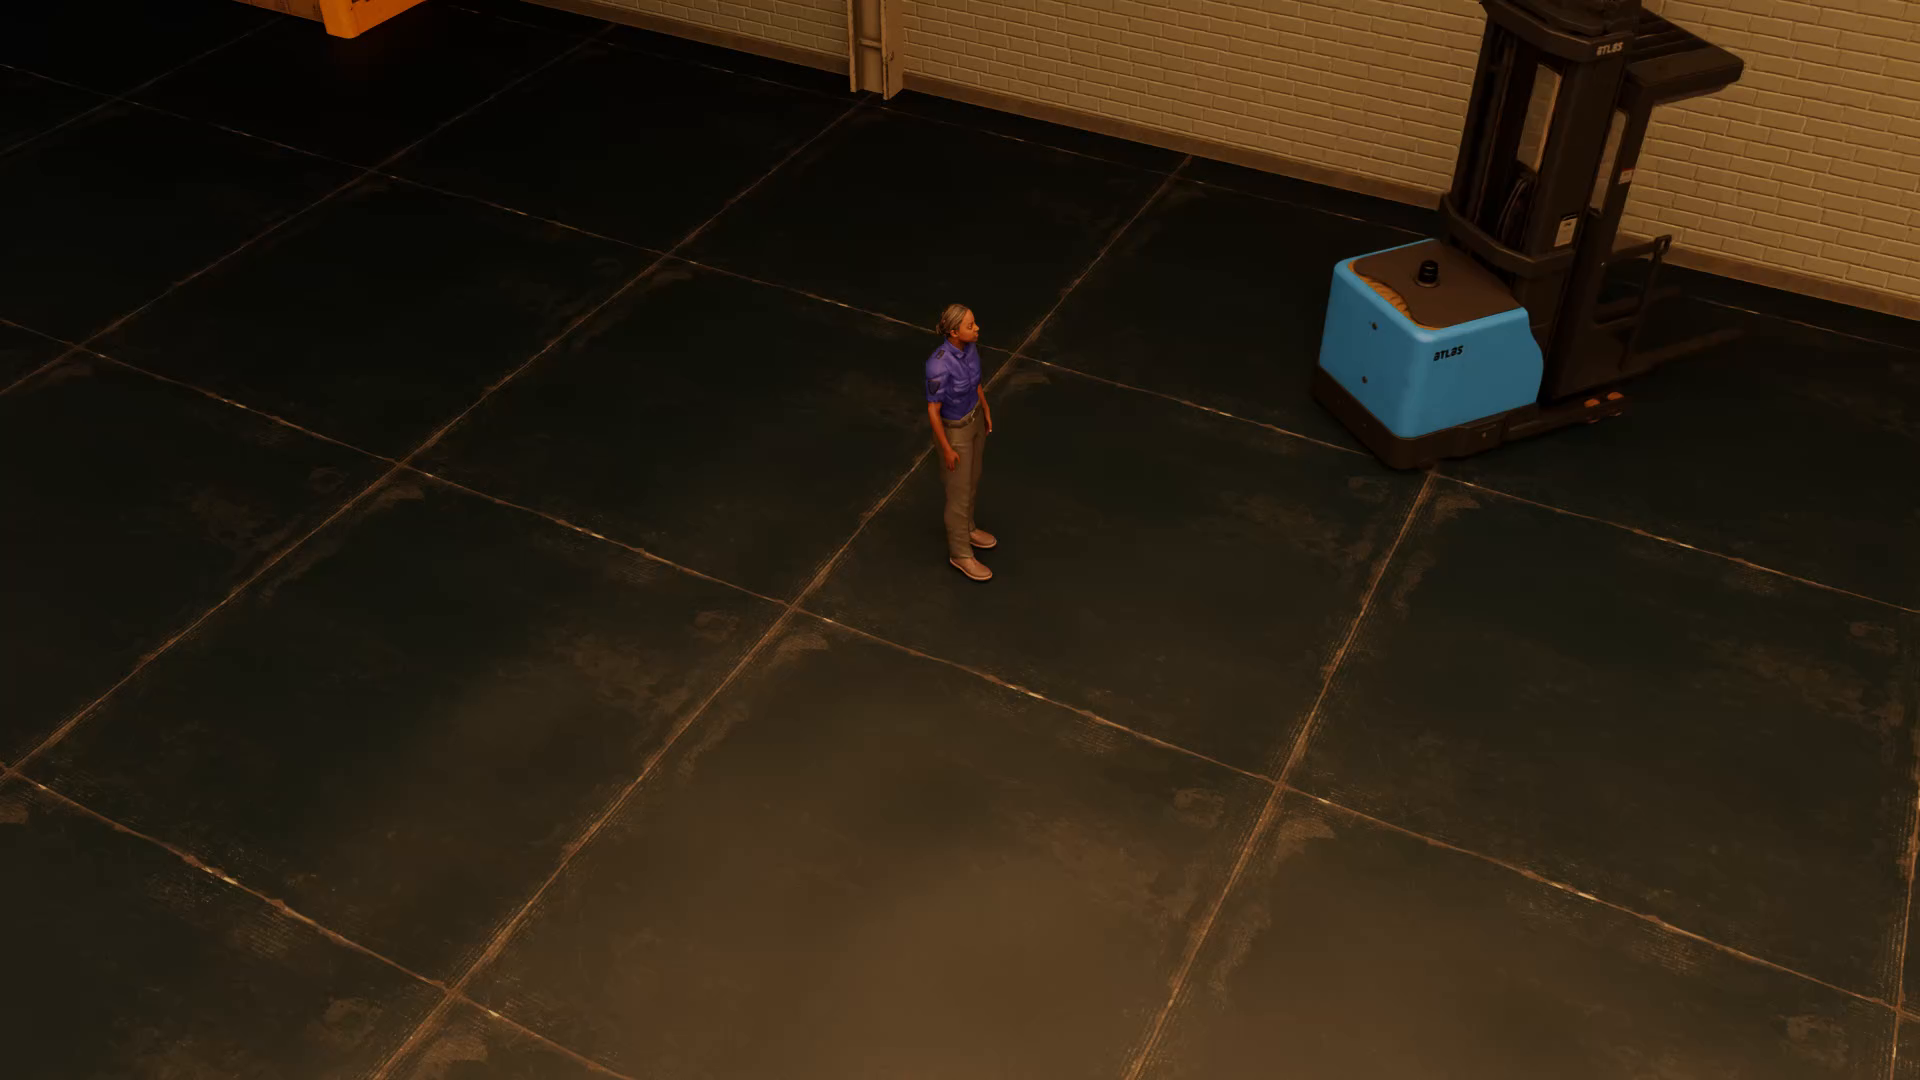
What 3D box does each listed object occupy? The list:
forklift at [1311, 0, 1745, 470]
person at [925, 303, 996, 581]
[{"bbox_3d":[3.962,-2.200,10.599,3.031,2.935,1.130,-16,43,-18],"label":"forklift"},{"bbox_3d":[0.069,-0.601,9.680,0.504,1.654,0.570,18,43,21],"label":"person"}]
